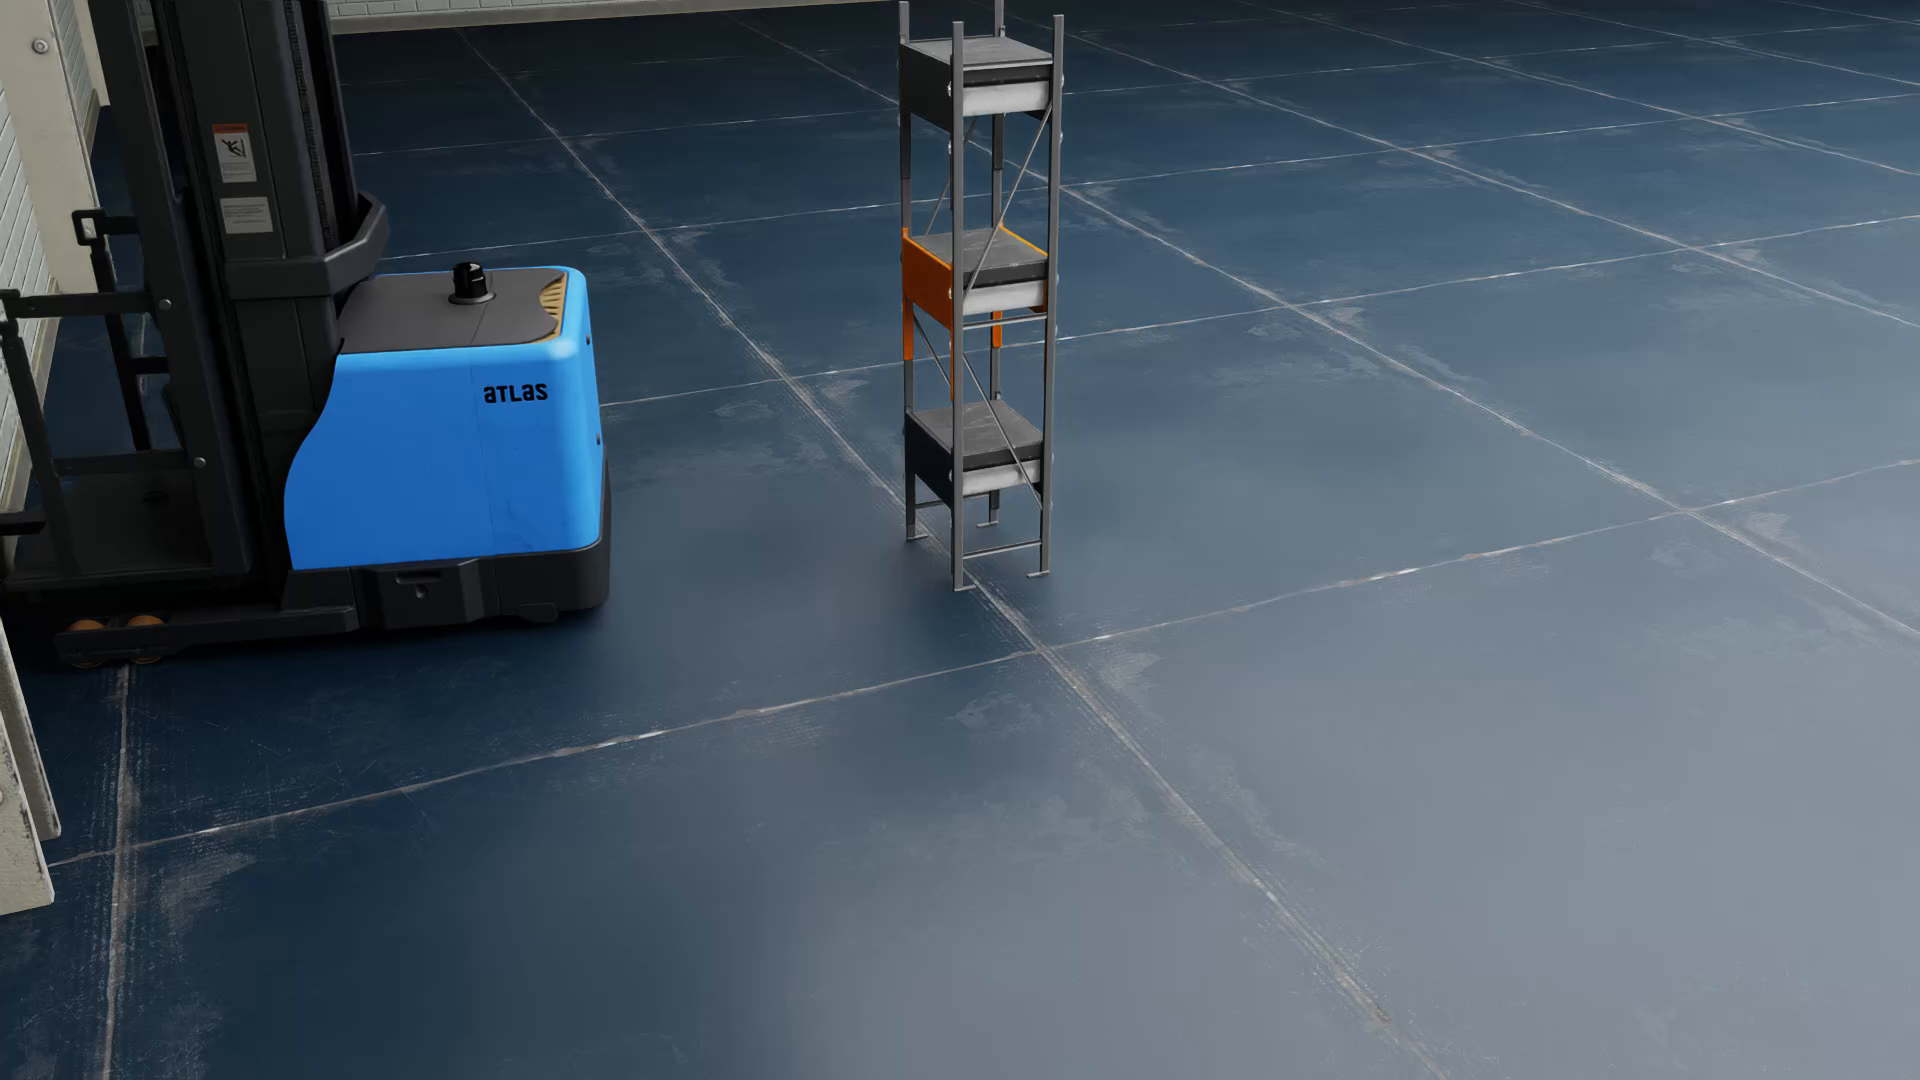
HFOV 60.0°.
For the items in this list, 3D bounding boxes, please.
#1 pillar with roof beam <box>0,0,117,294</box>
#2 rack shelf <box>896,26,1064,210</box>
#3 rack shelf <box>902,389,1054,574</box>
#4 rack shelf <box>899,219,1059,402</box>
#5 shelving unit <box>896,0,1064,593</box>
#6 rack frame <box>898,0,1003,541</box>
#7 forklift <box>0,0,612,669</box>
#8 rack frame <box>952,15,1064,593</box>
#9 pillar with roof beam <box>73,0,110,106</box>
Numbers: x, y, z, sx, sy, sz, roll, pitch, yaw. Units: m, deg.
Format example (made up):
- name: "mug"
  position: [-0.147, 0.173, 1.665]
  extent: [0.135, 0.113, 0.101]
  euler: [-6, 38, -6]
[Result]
- name: "pillar with roof beam"
  position: [-1.151, -6.240, 9.275]
  extent: [9.100, 9.000, 0.400]
  euler: [-11, 28, -21]
- name: "rack shelf"
  position: [0.065, -1.493, 5.851]
  extent: [0.431, 0.518, 0.480]
  euler: [-11, 28, -21]
- name: "rack shelf"
  position: [0.065, -0.235, 6.466]
  extent: [0.431, 0.518, 0.480]
  euler: [-11, 28, -21]
- name: "rack shelf"
  position: [0.065, -0.864, 6.158]
  extent: [0.431, 0.518, 0.480]
  euler: [-11, 28, -21]
- name: "shelving unit"
  position: [0.065, -0.877, 6.152]
  extent: [0.431, 2.100, 0.503]
  euler: [-11, 28, -21]
- name: "rack frame"
  position: [-0.031, -0.975, 6.354]
  extent: [0.400, 2.100, 0.015]
  euler: [-11, 28, -21]
- name: "forklift"
  position: [-2.870, -1.118, 5.698]
  extent: [3.031, 2.935, 1.130]
  euler: [-4, 26, -9]
- name: "rack frame"
  position: [0.160, -0.778, 5.951]
  extent: [0.400, 2.100, 0.015]
  euler: [-11, 28, -21]
- name: "pillar with roof beam"
  position: [-3.501, -8.663, 14.236]
  extent: [9.100, 9.000, 0.400]
  euler: [-11, 28, -21]
